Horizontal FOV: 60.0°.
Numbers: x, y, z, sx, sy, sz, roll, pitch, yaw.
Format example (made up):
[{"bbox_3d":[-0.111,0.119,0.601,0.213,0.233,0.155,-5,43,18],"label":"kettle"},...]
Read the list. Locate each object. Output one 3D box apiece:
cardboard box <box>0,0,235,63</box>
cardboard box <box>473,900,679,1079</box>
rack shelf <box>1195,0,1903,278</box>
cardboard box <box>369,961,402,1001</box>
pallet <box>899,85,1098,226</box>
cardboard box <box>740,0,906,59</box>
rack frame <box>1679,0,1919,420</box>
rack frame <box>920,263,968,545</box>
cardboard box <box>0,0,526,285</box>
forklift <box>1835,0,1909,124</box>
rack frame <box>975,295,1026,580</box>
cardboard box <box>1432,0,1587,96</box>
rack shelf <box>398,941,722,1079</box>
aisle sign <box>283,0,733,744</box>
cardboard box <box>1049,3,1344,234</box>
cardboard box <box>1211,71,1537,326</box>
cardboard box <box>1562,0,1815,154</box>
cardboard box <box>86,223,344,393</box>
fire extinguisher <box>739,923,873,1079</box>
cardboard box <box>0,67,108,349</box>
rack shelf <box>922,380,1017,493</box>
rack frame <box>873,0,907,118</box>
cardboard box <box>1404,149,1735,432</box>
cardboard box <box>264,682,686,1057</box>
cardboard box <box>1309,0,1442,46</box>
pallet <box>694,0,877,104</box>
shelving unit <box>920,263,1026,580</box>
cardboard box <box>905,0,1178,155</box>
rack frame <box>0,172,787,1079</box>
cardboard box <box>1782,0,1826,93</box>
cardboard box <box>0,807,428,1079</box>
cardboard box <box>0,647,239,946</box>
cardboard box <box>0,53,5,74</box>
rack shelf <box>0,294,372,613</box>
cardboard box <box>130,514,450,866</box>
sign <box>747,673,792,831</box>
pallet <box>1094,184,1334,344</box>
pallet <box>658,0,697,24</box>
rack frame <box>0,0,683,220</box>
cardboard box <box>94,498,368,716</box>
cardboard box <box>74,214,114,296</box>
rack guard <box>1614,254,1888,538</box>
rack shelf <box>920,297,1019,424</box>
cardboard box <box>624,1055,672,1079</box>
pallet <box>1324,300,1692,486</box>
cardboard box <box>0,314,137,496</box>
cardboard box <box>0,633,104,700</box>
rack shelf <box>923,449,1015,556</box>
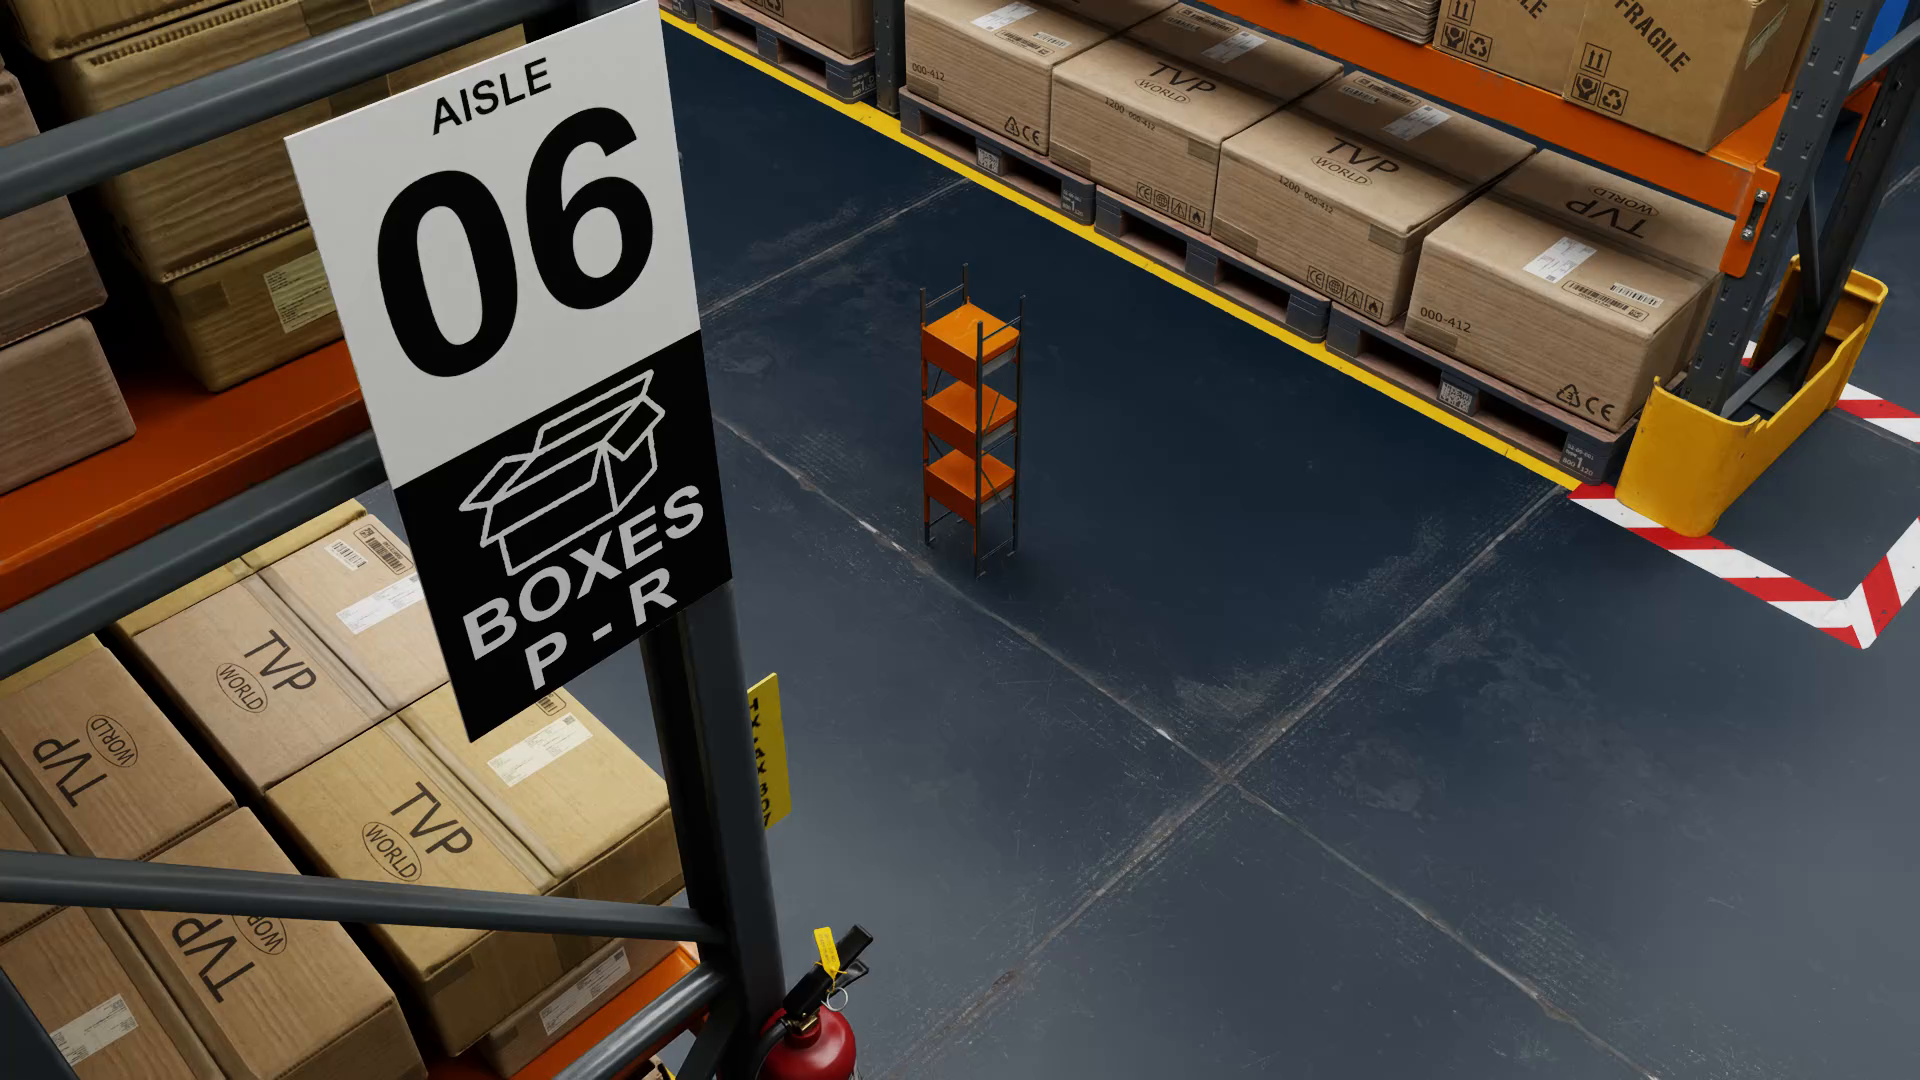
[{"bbox_3d":[-0.826,-0.756,1.671,0.500,0.250,0.500,34,52,31],"label":"cardboard box"},{"bbox_3d":[-0.729,0.720,2.946,0.250,0.149,0.380,34,52,31],"label":"cardboard box"},{"bbox_3d":[1.408,-2.161,6.408,1.077,0.370,4.000,-34,53,-31],"label":"rack shelf"},{"bbox_3d":[-0.941,0.620,3.054,0.380,0.149,0.250,-33,52,-30],"label":"cardboard box"},{"bbox_3d":[0.478,-1.959,7.714,1.003,0.211,1.213,-34,53,-31],"label":"pallet"},{"bbox_3d":[-0.498,-3.019,8.064,0.875,0.875,0.875,-32,52,-30],"label":"cardboard box"},{"bbox_3d":[2.821,-1.464,5.124,1.000,3.000,0.127,-34,53,-31],"label":"rack frame"},{"bbox_3d":[-0.048,-0.419,5.429,0.200,1.050,0.008,-34,53,-31],"label":"rack frame"},{"bbox_3d":[-0.811,-0.583,1.852,0.500,0.250,0.500,34,52,31],"label":"cardboard box"},{"bbox_3d":[3.136,-3.781,7.682,1.130,2.935,3.031,-21,47,-21],"label":"forklift"},{"bbox_3d":[0.124,-0.301,5.302,0.200,1.050,0.008,-34,53,-31],"label":"rack frame"},{"bbox_3d":[1.949,-1.854,5.472,0.500,0.500,0.500,33,52,31],"label":"cardboard box"},{"bbox_3d":[-2.103,0.220,3.832,1.077,0.370,4.000,-34,53,-31],"label":"rack shelf"},{"bbox_3d":[-0.435,-0.146,1.782,0.394,0.787,0.004,-34,53,-31],"label":"aisle sign"},{"bbox_3d":[0.996,-1.816,7.084,0.875,0.438,0.875,33,52,30],"label":"cardboard box"},{"bbox_3d":[1.632,-1.382,6.614,0.875,0.438,0.875,-33,52,-30],"label":"cardboard box"},{"bbox_3d":[2.293,-1.606,5.204,0.500,0.500,0.500,-34,52,-31],"label":"cardboard box"},{"bbox_3d":[-0.751,-0.357,1.901,0.380,0.149,0.250,-33,52,-30],"label":"cardboard box"},{"bbox_3d":[-0.260,0.931,2.864,0.296,0.674,0.183,-34,53,-31],"label":"fire extinguisher"},{"bbox_3d":[-1.198,-0.322,1.570,0.500,0.250,0.500,33,52,31],"label":"cardboard box"},{"bbox_3d":[0.038,-0.352,5.373,0.215,0.259,0.240,-34,53,-31],"label":"rack shelf"},{"bbox_3d":[-0.004,-3.386,7.204,1.000,3.000,0.127,-34,53,-31],"label":"rack frame"},{"bbox_3d":[2.284,-0.946,6.142,0.875,0.438,0.875,32,52,30],"label":"cardboard box"},{"bbox_3d":[-0.821,0.515,2.873,0.500,0.250,0.500,-34,52,-31],"label":"cardboard box"},{"bbox_3d":[1.579,-2.096,5.735,0.500,0.500,0.500,-33,52,-30],"label":"cardboard box"},{"bbox_3d":[-0.602,-2.696,8.513,1.003,0.211,1.213,-34,53,-31],"label":"pallet"},{"bbox_3d":[0.038,-0.360,5.366,0.215,1.050,0.252,-34,53,-31],"label":"shelving unit"},{"bbox_3d":[0.363,-2.246,7.549,0.875,0.438,0.875,33,52,31],"label":"cardboard box"},{"bbox_3d":[-0.691,0.917,2.548,1.000,3.000,0.127,-34,53,-31],"label":"rack frame"},{"bbox_3d":[2.685,-1.869,5.489,0.500,0.500,0.500,34,52,31],"label":"cardboard box"},{"bbox_3d":[-1.204,0.769,2.599,0.500,0.250,0.500,-33,52,-30],"label":"cardboard box"},{"bbox_3d":[-1.567,0.520,2.868,0.500,0.250,0.500,-34,52,-31],"label":"cardboard box"},{"bbox_3d":[-1.202,-0.502,1.396,0.500,0.250,0.500,33,52,30],"label":"cardboard box"},{"bbox_3d":[-2.103,-0.882,2.814,1.077,0.370,4.000,-34,53,-31],"label":"rack shelf"},{"bbox_3d":[-1.177,0.273,3.135,0.500,0.250,0.500,-34,52,-31],"label":"cardboard box"},{"bbox_3d":[-0.307,0.339,2.535,0.100,0.325,0.005,-34,53,-31],"label":"sign"},{"bbox_3d":[1.343,-1.373,7.080,1.003,0.211,1.213,-34,53,-31],"label":"pallet"},{"bbox_3d":[-1.468,-3.283,9.147,1.003,0.211,1.213,-34,53,-31],"label":"pallet"},{"bbox_3d":[-0.691,-1.287,0.512,1.000,3.000,0.127,-34,53,-31],"label":"rack frame"},{"bbox_3d":[-1.537,0.031,3.397,0.500,0.250,0.500,33,52,31],"label":"cardboard box"},{"bbox_3d":[-0.955,-0.471,2.024,0.380,0.149,0.250,-33,52,-31],"label":"cardboard box"},{"bbox_3d":[2.838,-0.534,5.960,1.175,0.500,0.348,-34,53,-31],"label":"rack guard"},{"bbox_3d":[0.038,-0.561,5.180,0.215,0.259,0.240,-34,53,-31],"label":"rack shelf"},{"bbox_3d":[-1.056,1.340,3.620,0.637,0.503,0.797,32,52,30],"label":"cardboard box"},{"bbox_3d":[2.201,-0.786,6.446,1.003,0.211,1.213,-34,53,-31],"label":"pallet"},{"bbox_3d":[-1.081,-0.136,1.661,0.380,0.149,0.250,-33,52,-30],"label":"cardboard box"},{"bbox_3d":[-1.913,0.280,3.128,0.500,0.250,0.500,-32,52,-30],"label":"cardboard box"},{"bbox_3d":[0.038,-0.148,5.562,0.215,0.259,0.240,-34,53,-31],"label":"rack shelf"}]
